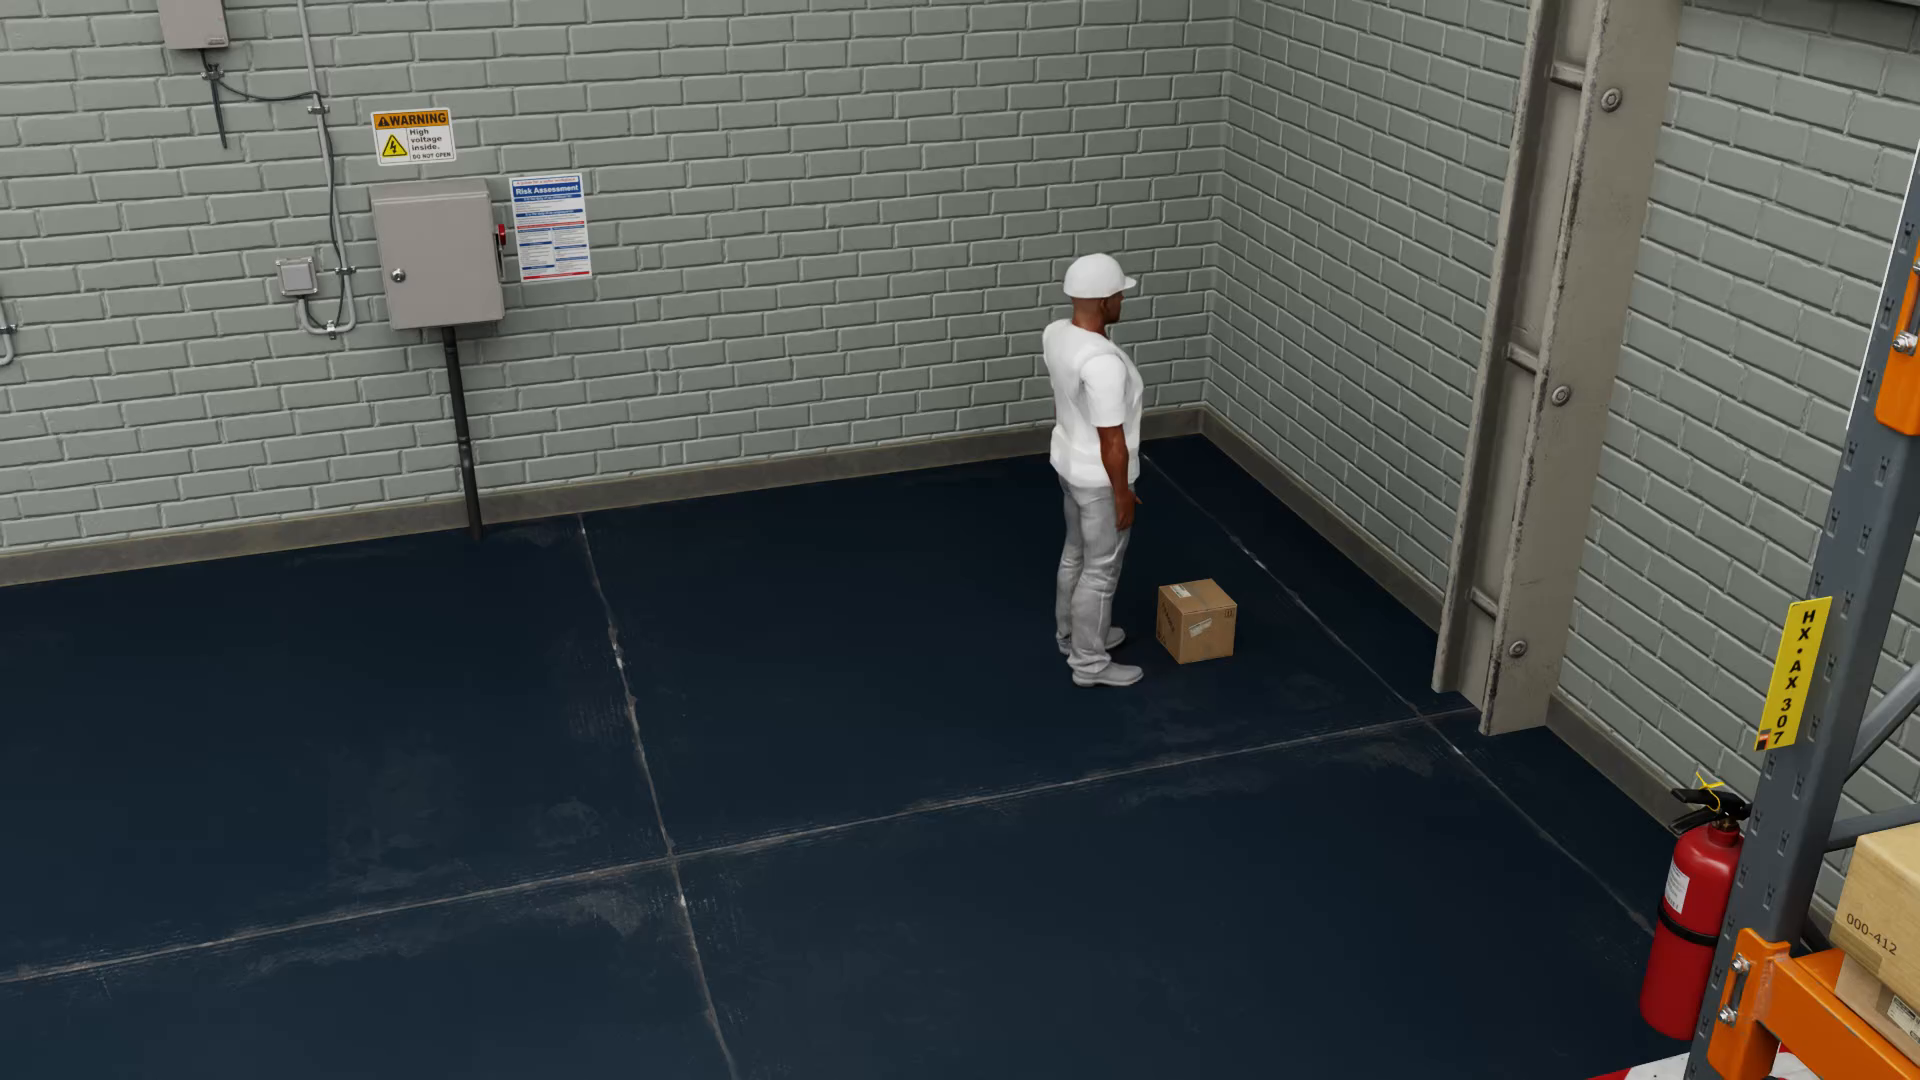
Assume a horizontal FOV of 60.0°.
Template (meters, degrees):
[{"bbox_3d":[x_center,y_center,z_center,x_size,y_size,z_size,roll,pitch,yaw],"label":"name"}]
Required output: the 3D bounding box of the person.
[{"bbox_3d":[0.553,-0.278,6.650,0.407,1.778,0.576,-8,27,-15],"label":"person"}]
